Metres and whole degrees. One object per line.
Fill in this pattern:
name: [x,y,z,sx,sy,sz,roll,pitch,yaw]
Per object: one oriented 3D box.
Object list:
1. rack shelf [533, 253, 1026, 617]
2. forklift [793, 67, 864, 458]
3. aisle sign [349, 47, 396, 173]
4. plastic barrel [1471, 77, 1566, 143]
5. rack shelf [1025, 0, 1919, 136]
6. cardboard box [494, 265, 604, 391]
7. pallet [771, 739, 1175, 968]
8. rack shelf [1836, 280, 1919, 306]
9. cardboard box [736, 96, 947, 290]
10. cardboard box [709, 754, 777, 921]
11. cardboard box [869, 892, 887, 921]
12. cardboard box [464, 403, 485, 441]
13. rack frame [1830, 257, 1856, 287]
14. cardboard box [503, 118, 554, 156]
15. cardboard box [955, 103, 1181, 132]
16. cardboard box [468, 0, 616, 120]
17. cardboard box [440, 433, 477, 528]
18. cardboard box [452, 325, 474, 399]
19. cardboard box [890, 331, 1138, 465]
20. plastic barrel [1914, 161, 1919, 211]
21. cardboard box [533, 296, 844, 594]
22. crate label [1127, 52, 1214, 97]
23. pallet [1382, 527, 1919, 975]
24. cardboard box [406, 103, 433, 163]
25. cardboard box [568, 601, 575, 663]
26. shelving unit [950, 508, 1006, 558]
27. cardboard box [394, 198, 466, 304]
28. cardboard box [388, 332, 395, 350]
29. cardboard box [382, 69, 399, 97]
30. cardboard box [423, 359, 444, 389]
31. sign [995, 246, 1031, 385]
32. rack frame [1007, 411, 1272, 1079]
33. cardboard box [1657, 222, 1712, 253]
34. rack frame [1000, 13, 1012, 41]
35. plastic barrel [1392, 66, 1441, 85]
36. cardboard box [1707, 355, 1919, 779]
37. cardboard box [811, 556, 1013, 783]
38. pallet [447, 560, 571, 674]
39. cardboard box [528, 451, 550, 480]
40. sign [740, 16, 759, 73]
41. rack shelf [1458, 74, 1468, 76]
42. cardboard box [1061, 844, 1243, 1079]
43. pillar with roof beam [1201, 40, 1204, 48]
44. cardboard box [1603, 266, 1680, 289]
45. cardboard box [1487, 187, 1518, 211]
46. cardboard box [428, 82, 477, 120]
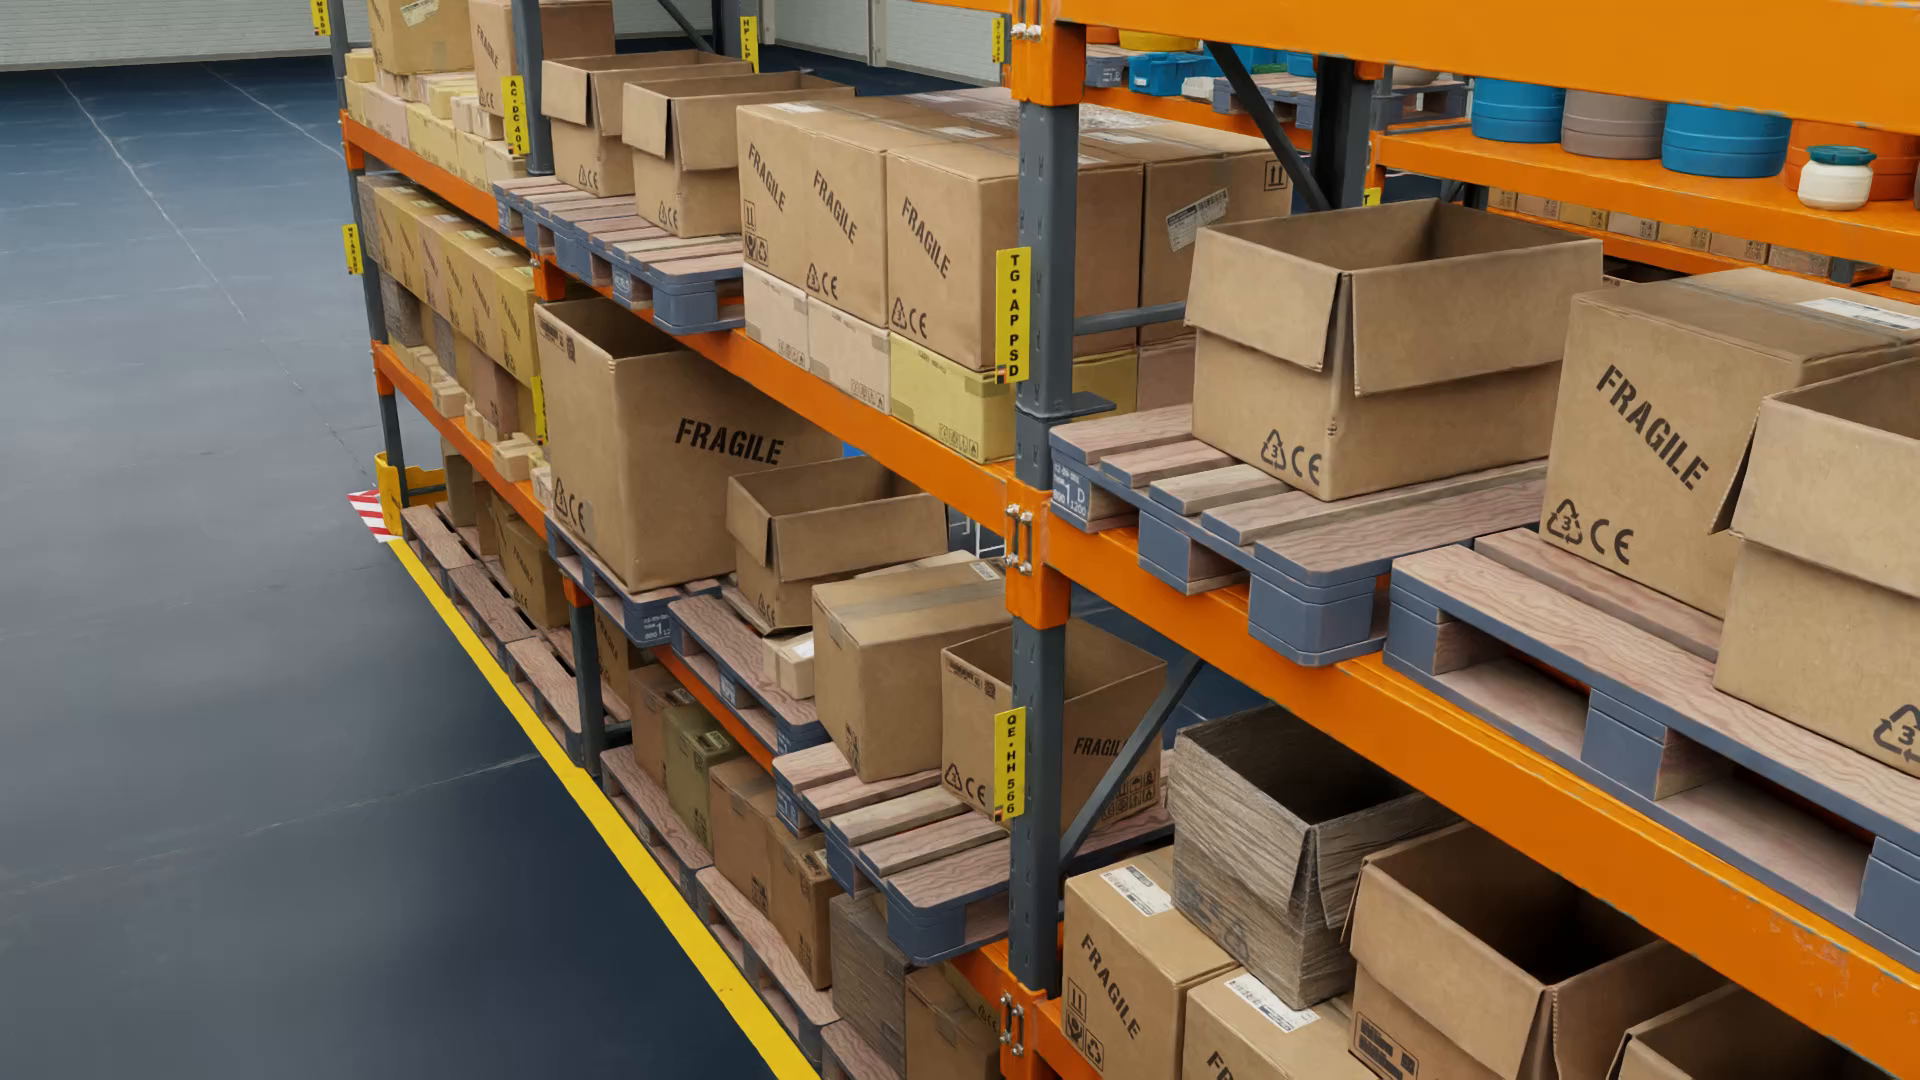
rack shelf: [-0.424,-0.714,6.055,1.077,0.370,4.000,-13,25,-28]
forklift: [-1.620,-1.971,12.269,1.130,2.935,3.031,-21,30,-41]
aisle sign: [-3.779,-2.766,10.681,0.394,0.787,0.004,-13,25,-28]
plastic barrel: [3.258,-2.756,9.460,0.600,0.901,0.708,-13,25,-28]
rack shelf: [1.619,-0.623,2.380,1.077,0.370,4.000,-13,25,-28]
cardboard box: [-1.913,-1.045,8.042,0.500,0.500,0.500,-13,25,-28]
pallet: [0.142,0.869,5.445,1.213,0.211,1.003,-13,25,-28]
rack shelf: [8.094,-1.228,11.305,1.077,0.370,4.000,-13,25,-28]
cardboard box: [-0.373,-1.111,5.280,0.500,0.500,0.500,-12,25,-27]
cardboard box: [-0.637,1.192,7.132,0.700,0.500,0.500,-15,27,-33]
cardboard box: [-0.051,1.216,6.075,0.500,0.250,0.500,-10,24,-22]
cardboard box: [-2.562,-0.690,9.358,0.380,0.149,0.250,-13,25,-28]
rack frame: [7.072,-2.209,12.762,1.000,3.000,0.127,-13,25,-28]
cardboard box: [-1.861,-1.859,7.588,0.380,0.149,0.250,-12,25,-27]
cardboard box: [0.322,-1.044,5.116,0.500,0.500,0.500,-12,25,-28]
cardboard box: [-1.895,-2.207,7.581,0.500,0.500,0.500,-13,26,-30]
cardboard box: [-3.185,-0.431,11.149,0.500,0.500,0.500,-8,23,-18]
cardboard box: [-2.410,-1.127,9.573,0.875,0.500,0.500,-13,25,-28]
cardboard box: [0.143,-0.437,4.618,0.500,0.250,0.500,-13,25,-28]
plastic barrel: [4.622,-1.892,7.333,0.600,0.901,0.600,0,22,0]
cardboard box: [-1.161,-0.493,7.186,1.000,1.000,1.000,-12,25,-28]
crate label: [1.441,-3.203,11.423,0.502,0.251,0.408,-13,25,-28]
pallet: [1.545,0.248,2.985,1.003,0.211,1.213,-11,25,-26]
cardboard box: [-2.677,-2.219,9.004,0.500,0.250,0.500,-12,25,-27]
cardboard box: [-1.915,0.338,9.259,0.500,0.500,0.500,-5,23,-11]
shelving unit: [0.085,-0.502,10.954,0.258,1.200,0.503,-13,25,-28]
cardboard box: [-2.937,-1.692,9.634,0.500,0.500,0.500,-13,25,-28]
cardboard box: [-3.549,-1.345,10.970,0.380,0.149,0.250,-13,25,-28]
cardboard box: [-3.065,-2.629,9.481,0.380,0.149,0.250,-13,25,-28]
cardboard box: [-3.056,-1.017,10.164,0.380,0.149,0.250,-13,25,-28]
sign: [0.130,-0.535,3.974,0.100,0.325,0.005,-13,25,-28]
rack frame: [0.597,0.990,4.892,1.000,3.000,0.127,-13,25,-28]
cardboard box: [6.312,-2.730,13.912,0.700,0.500,0.500,-12,25,-27]
rack frame: [0.769,-5.331,12.477,1.000,3.000,0.127,-13,25,-28]
plastic barrel: [2.761,-3.070,10.192,0.421,0.512,0.421,0,22,0]
cardboard box: [1.659,0.015,2.611,0.797,0.503,0.637,-13,25,-29]
cardboard box: [-0.084,0.421,5.602,0.700,0.500,0.500,-9,24,-20]
pallet: [-2.447,0.381,10.093,1.003,0.211,1.213,-13,25,-28]
cardboard box: [-2.004,-0.377,8.588,0.380,0.149,0.250,-13,25,-28]
sign: [-0.971,-2.224,7.606,0.100,0.325,0.005,-13,25,-28]
rack shelf: [6.050,-3.913,13.926,1.077,0.370,4.000,-13,25,-28]
cardboard box: [0.612,1.154,4.357,0.500,0.500,0.500,-12,25,-27]
pillar with roof beam: [0.556,-10.233,24.537,9.100,9.000,0.400,-13,25,-28]
cardboard box: [5.876,-2.069,14.517,0.500,0.500,0.500,-13,25,-28]
cardboard box: [5.256,-3.396,15.551,0.700,0.500,0.500,-13,25,-28]
cardboard box: [-2.538,-2.285,8.635,0.380,0.149,0.250,-11,25,-26]
